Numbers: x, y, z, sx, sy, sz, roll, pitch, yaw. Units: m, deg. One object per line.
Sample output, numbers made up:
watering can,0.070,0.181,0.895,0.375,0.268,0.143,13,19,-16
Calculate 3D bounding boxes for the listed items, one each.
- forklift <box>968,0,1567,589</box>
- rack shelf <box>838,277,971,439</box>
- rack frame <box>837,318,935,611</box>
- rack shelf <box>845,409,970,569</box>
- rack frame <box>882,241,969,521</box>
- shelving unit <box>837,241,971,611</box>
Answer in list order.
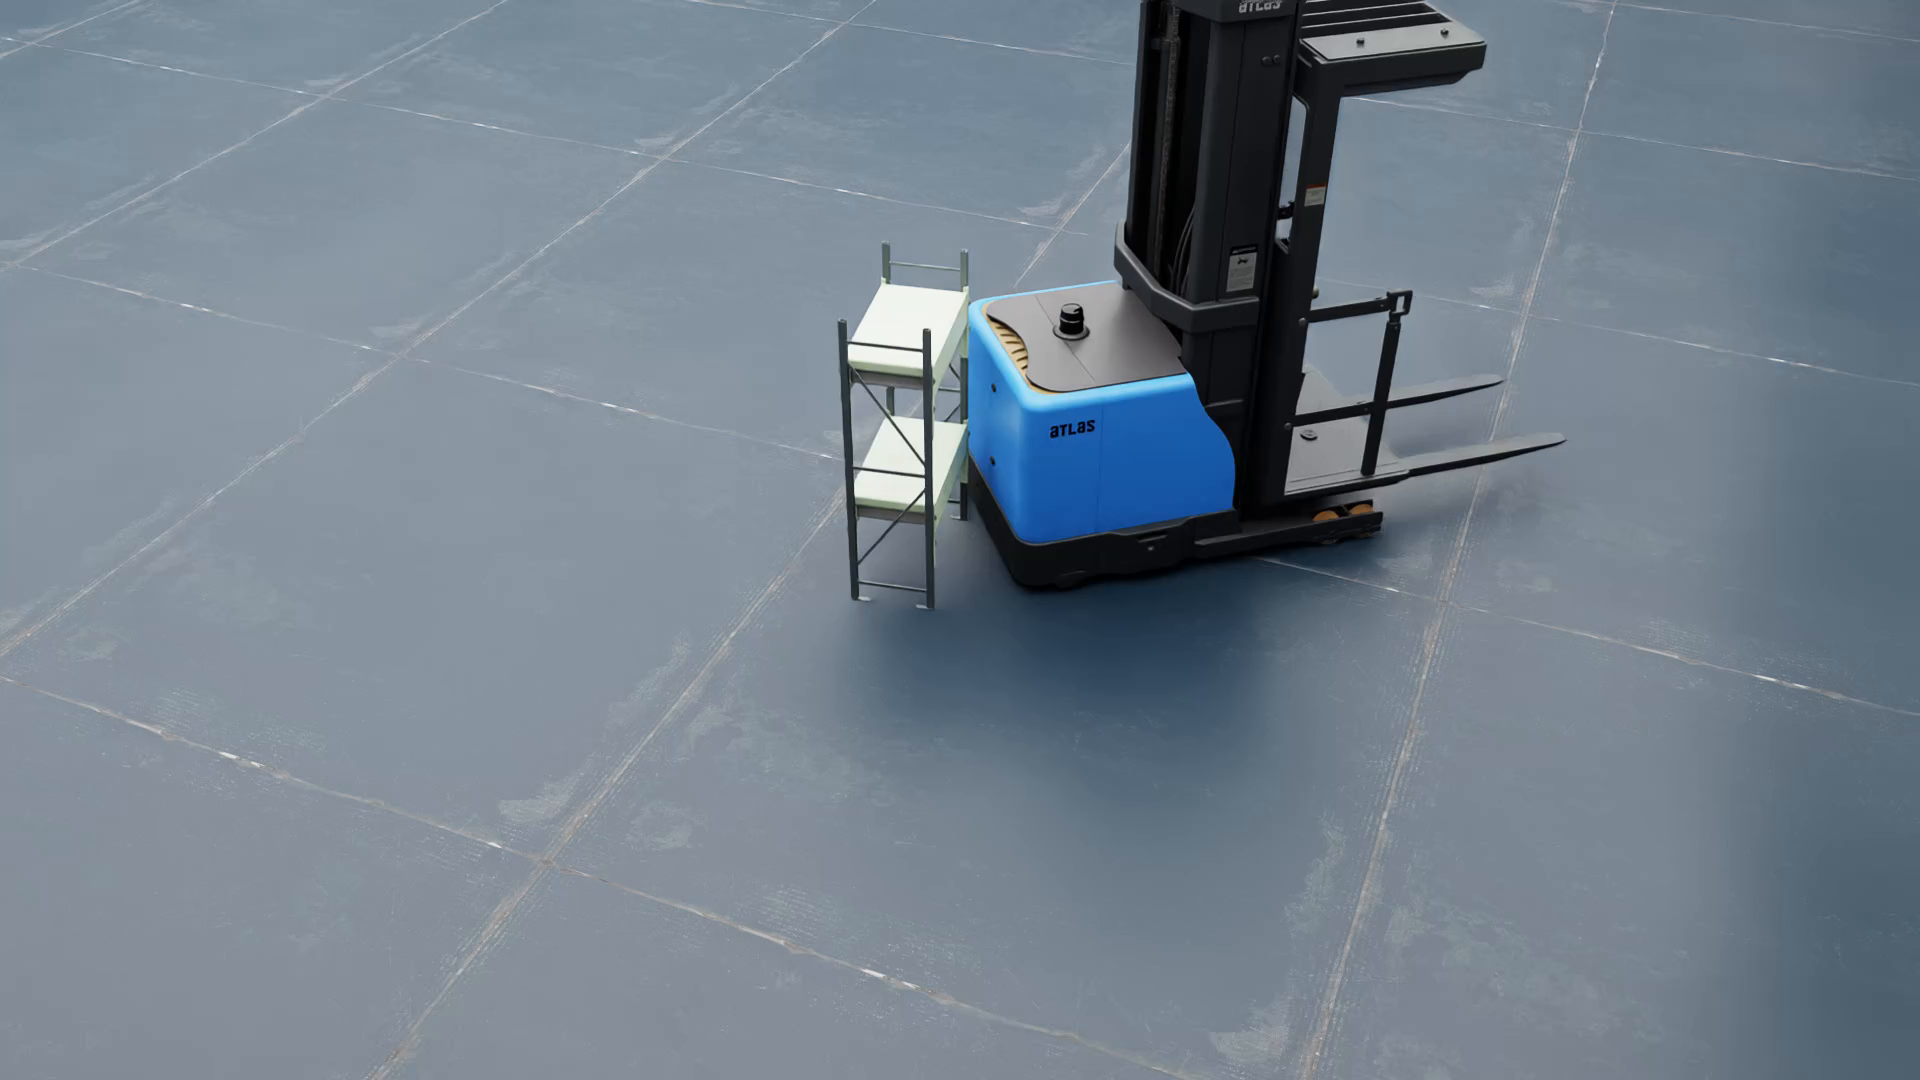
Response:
forklift,1.584,-1.444,7.734,3.031,2.935,1.130,-10,38,-13
rack shelf,-0.238,-0.825,7.449,0.431,0.370,0.720,8,37,10
rack frame,-0.317,-0.299,7.397,0.400,1.500,0.023,8,37,10
rack shelf,-0.238,-0.251,7.878,0.431,0.370,0.720,8,37,10
rack frame,-0.159,-0.727,7.969,0.400,1.500,0.023,8,37,10
shelving unit,-0.238,-0.513,7.683,0.431,1.500,0.755,8,37,10
